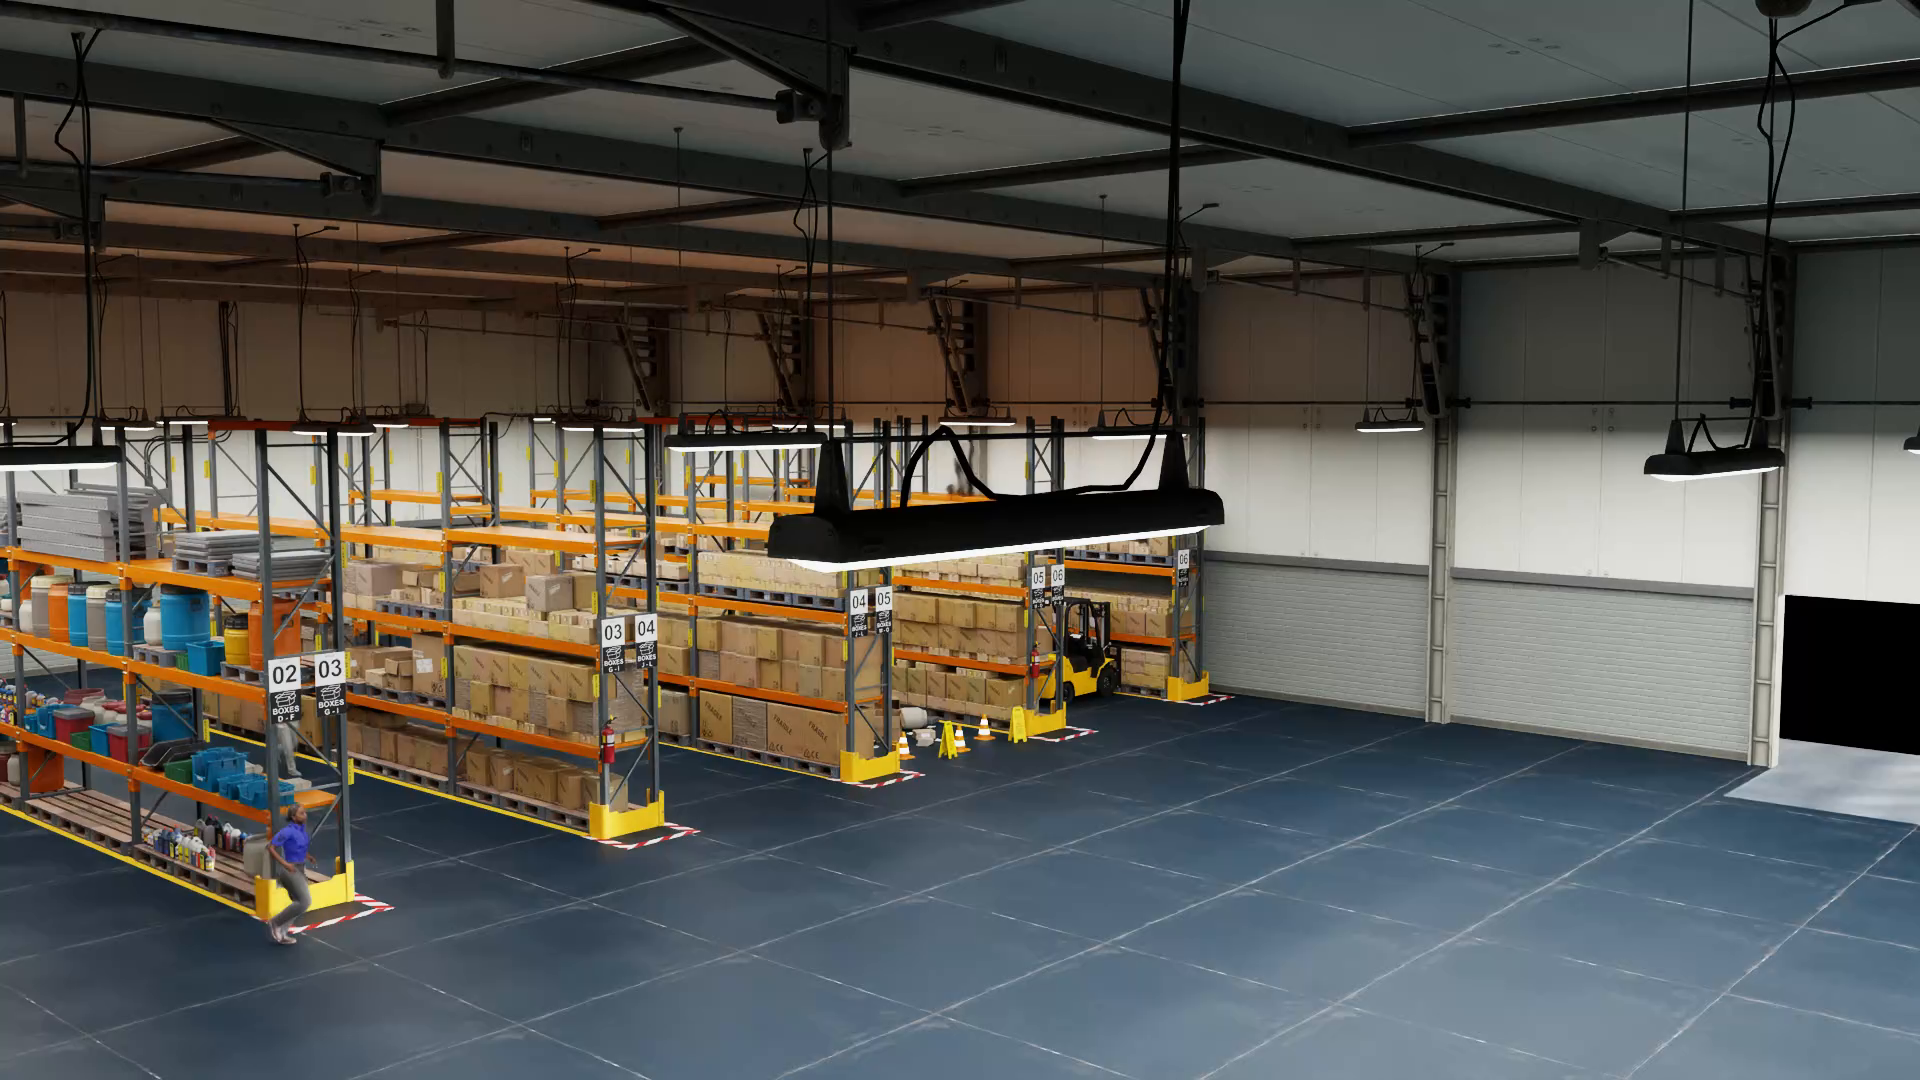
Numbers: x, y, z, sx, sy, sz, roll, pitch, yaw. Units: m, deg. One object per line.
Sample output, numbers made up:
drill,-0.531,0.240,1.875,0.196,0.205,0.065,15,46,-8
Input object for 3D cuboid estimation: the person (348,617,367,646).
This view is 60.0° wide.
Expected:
person,-14.231,2.220,39.279,0.627,1.726,0.661,-5,7,-44

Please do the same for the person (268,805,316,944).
person,-7.812,3.911,19.529,0.502,1.585,0.586,0,5,-1

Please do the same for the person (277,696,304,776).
person,-11.479,3.196,28.333,0.826,1.615,0.580,4,6,42
